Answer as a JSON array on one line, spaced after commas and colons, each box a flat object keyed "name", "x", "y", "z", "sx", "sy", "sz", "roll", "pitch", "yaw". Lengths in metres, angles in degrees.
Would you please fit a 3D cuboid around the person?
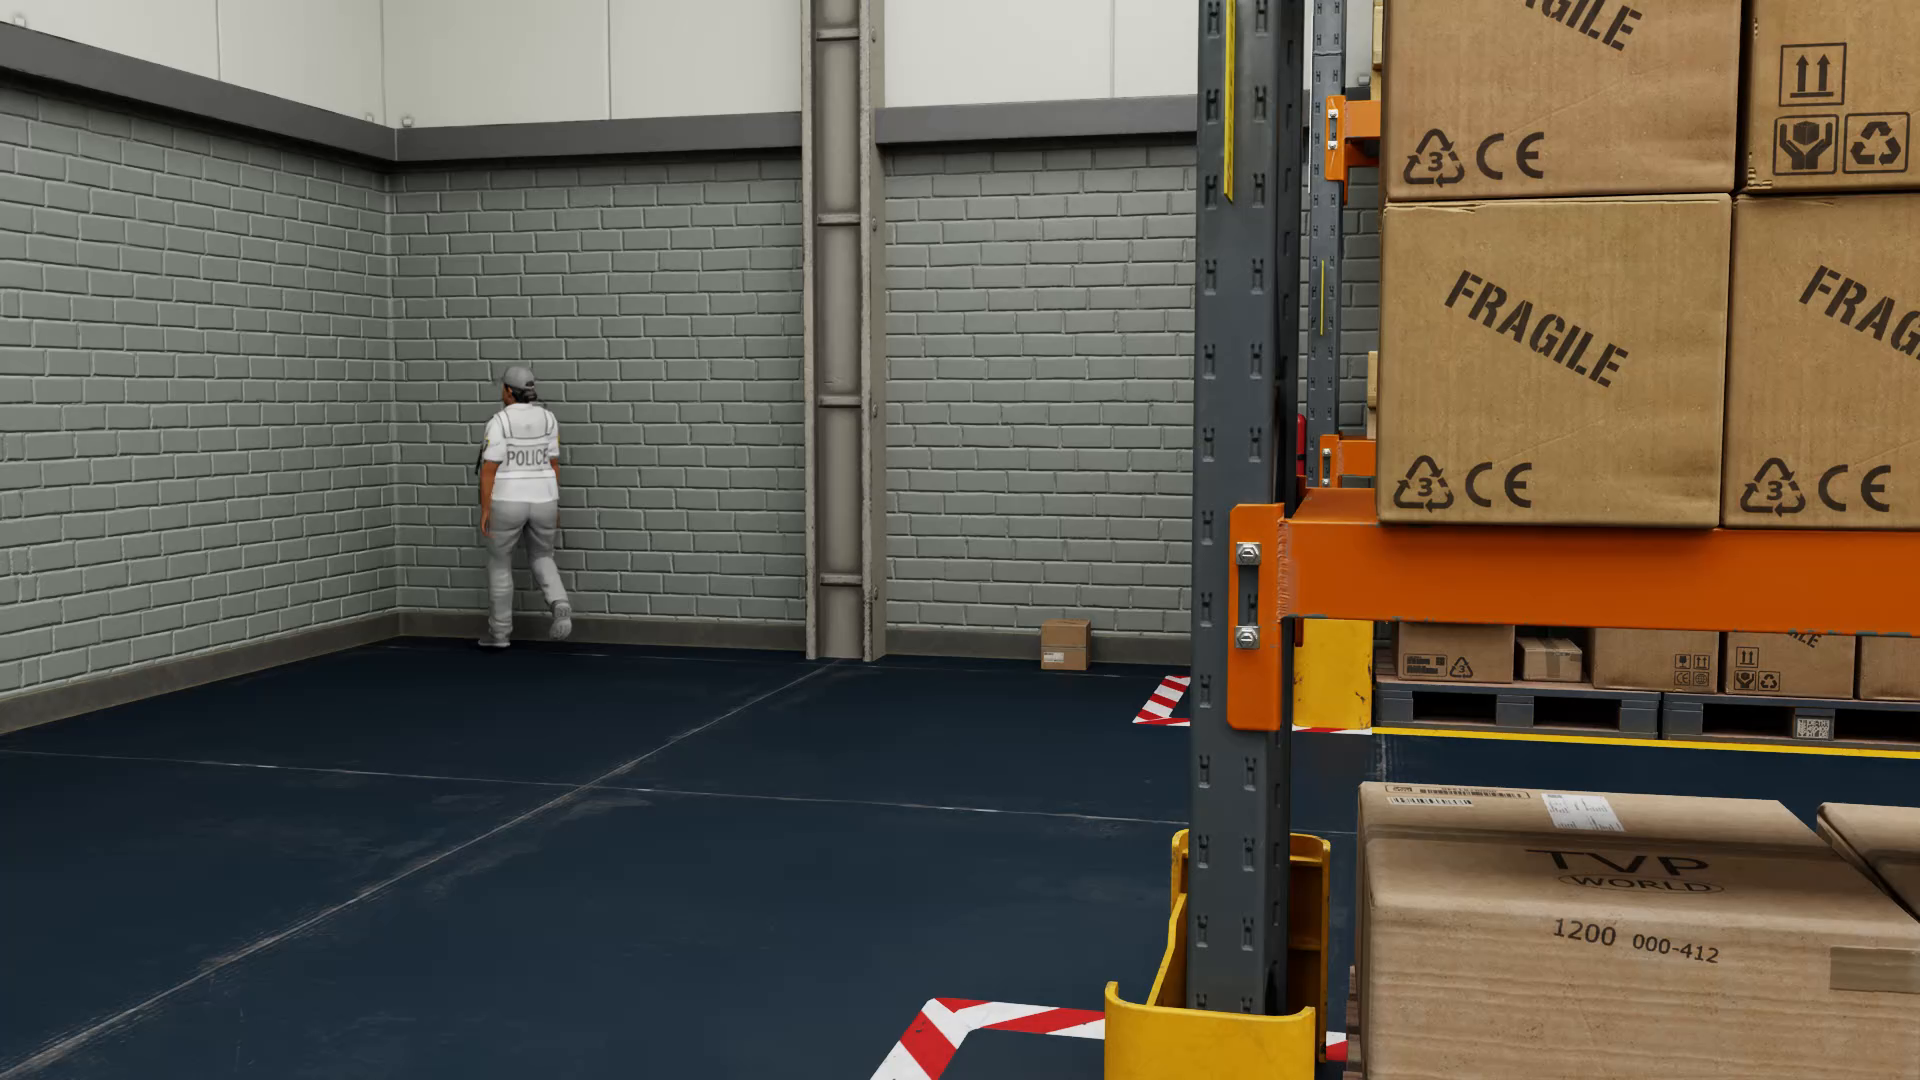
[{"name": "person", "x": -2.580, "y": -0.188, "z": 9.716, "sx": 0.512, "sy": 1.657, "sz": 0.636, "roll": -4, "pitch": 6, "yaw": -39}]
